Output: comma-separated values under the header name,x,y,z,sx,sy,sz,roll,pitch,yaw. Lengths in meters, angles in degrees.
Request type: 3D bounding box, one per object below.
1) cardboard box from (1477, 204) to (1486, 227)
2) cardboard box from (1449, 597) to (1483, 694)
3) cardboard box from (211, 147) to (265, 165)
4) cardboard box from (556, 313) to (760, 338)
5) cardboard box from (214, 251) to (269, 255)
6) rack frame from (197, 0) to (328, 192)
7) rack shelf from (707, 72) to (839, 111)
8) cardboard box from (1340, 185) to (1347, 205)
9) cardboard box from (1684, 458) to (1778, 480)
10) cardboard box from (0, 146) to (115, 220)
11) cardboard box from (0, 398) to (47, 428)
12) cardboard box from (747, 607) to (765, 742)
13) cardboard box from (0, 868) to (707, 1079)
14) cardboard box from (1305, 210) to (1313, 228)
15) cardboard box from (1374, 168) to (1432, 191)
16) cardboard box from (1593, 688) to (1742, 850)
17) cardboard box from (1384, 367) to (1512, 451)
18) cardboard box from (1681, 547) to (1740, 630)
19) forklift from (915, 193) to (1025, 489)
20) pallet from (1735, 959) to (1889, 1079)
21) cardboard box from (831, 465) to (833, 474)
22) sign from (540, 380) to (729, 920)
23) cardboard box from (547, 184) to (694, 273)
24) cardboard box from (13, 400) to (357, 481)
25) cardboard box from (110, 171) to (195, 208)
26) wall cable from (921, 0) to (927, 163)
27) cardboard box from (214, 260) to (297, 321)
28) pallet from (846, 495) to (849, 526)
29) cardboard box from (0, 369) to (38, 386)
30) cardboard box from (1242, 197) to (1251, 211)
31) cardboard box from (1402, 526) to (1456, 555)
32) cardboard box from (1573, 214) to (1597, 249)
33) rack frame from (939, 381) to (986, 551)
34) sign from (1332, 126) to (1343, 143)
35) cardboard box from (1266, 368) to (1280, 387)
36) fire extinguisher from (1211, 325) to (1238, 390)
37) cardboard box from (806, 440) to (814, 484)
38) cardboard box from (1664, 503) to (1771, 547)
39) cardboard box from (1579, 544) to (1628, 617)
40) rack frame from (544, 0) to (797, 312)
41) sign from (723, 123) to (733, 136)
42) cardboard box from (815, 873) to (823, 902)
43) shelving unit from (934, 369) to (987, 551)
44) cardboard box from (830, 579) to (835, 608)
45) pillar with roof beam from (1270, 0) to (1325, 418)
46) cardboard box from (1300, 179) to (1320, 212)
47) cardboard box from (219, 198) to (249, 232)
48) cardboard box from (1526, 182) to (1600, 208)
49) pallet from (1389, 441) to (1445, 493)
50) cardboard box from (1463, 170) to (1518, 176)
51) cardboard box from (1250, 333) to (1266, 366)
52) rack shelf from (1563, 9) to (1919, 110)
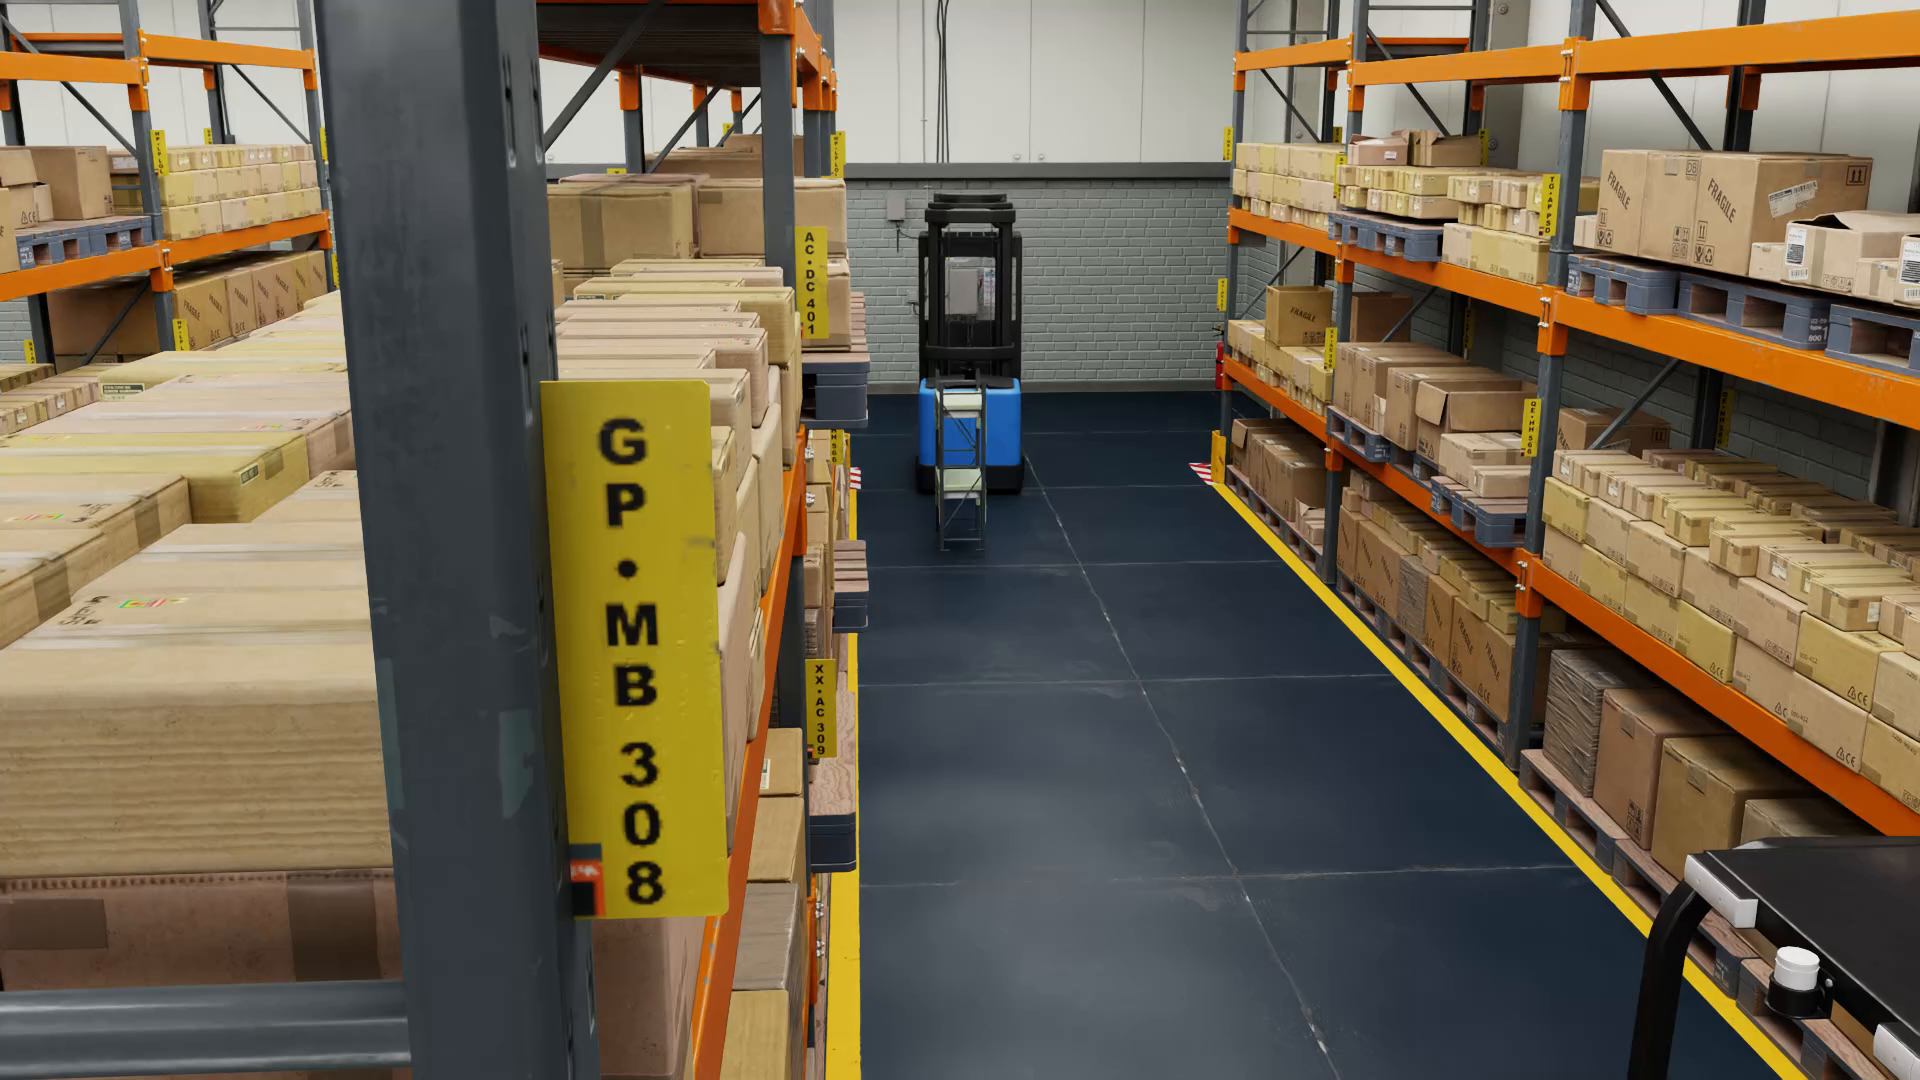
name,x,y,z,sx,sy,sz,roll,pitch,yaw
cardboard box,3.453,-2.025,10.360,0.380,0.149,0.250,-1,14,-3
cardboard box,3.466,0.667,10.587,0.500,0.500,0.500,-1,14,-4
cardboard box,-6.295,-3.342,14.474,0.380,0.149,0.250,-1,14,-2
cardboard box,-0.594,-0.361,3.294,0.380,0.149,0.250,-1,14,-3
cardboard box,-6.894,-2.485,15.860,0.500,0.500,0.500,-1,14,-4
rack frame,-6.657,-4.829,15.737,1.000,3.000,0.127,-1,14,-3
rack shelf,-1.599,-3.891,14.338,1.077,0.370,4.000,-1,14,-3
cardboard box,3.101,-2.611,12.594,0.380,0.149,0.250,-1,14,-3
cardboard box,4.077,-0.335,8.806,0.380,0.149,0.250,-1,14,-2
cardboard box,-6.495,-2.538,11.806,0.700,0.500,0.500,-1,14,-3
cardboard box,-6.091,-0.811,10.626,0.380,0.149,0.250,-1,14,-4
cardboard box,-0.512,0.214,2.660,0.380,0.149,0.250,-1,14,-3
cardboard box,-0.496,0.300,1.523,0.500,0.250,0.500,-1,14,-4
cardboard box,3.131,-2.713,14.036,0.380,0.149,0.250,-1,14,-4
cardboard box,3.163,-2.561,11.806,0.380,0.149,0.250,-1,14,-4
cardboard box,3.800,1.151,8.456,0.875,0.625,0.625,0,14,-2
cardboard box,3.367,-0.912,11.509,0.700,0.500,0.500,-1,14,-4
cardboard box,3.612,0.213,7.477,0.500,0.250,0.500,-1,14,-3
forklift,0.109,-2.239,17.846,1.130,2.935,3.031,0,14,0
pallet,3.890,2.049,6.638,1.003,0.211,1.213,-1,14,-3
cardboard box,-1.061,-0.588,10.589,0.500,0.250,0.500,-1,14,-4
sign,-0.190,0.069,0.963,0.100,0.325,0.005,-1,14,-3
cardboard box,-1.142,-1.009,5.363,0.500,0.250,0.500,-1,14,-2
cardboard box,-1.031,-0.096,2.263,0.380,0.149,0.250,-1,14,-3
cardboard box,-6.199,-2.675,12.680,0.500,0.250,0.500,0,14,-2
wall cable,-1.605,-6.352,21.655,2.355,3.000,0.029,-1,14,-3
cardboard box,-6.308,-2.235,14.891,0.500,0.500,0.500,0,14,-1
pallet,-1.522,-0.175,15.282,1.003,0.211,1.213,-1,14,-3
cardboard box,-6.820,-1.125,11.845,0.380,0.149,0.250,0,14,-2
cardboard box,3.019,-3.351,16.516,0.380,0.149,0.250,-1,14,-2
cardboard box,3.379,0.002,11.871,0.380,0.149,0.250,0,14,-1
cardboard box,3.446,-1.613,8.683,0.380,0.166,0.250,-1,14,-4
rack frame,0.023,-0.634,14.479,0.400,1.500,0.023,-1,14,-3
sign,3.787,-3.988,16.710,0.100,0.325,0.005,-1,14,-3
cardboard box,3.045,-1.509,15.376,0.380,0.149,0.250,-1,14,-2
fire extinguisher,2.761,-1.914,17.351,0.296,0.674,0.183,-1,14,-3
cardboard box,-0.844,-0.343,7.399,0.380,0.149,0.250,-2,15,-6
cardboard box,3.543,-0.071,7.781,0.380,0.149,0.250,-1,14,-2
cardboard box,3.537,0.198,8.536,0.500,0.250,0.500,-1,14,-5
rack frame,-0.979,-1.946,4.532,1.000,3.000,0.127,-1,14,-3
sign,-2.277,-3.933,16.359,0.100,0.325,0.005,-1,14,-3
cardboard box,-1.107,1.546,7.428,0.950,0.372,0.625,0,14,-2
shelving unit,0.000,-0.725,14.833,0.431,1.500,0.755,-1,14,-3
cardboard box,-0.784,0.219,7.818,0.380,0.149,0.250,-1,14,-2
pillar with roof beam,-0.333,-5.626,18.835,9.100,9.000,0.400,-1,14,-3
cardboard box,3.157,-2.878,13.875,0.500,0.250,0.500,-1,14,-5
cardboard box,-6.227,-2.683,13.714,0.500,0.250,0.500,0,14,-1
cardboard box,3.500,-1.979,9.581,0.380,0.149,0.250,-1,14,-5
pallet,3.602,-0.504,11.351,1.003,0.211,1.213,-1,14,-3
cardboard box,3.643,-2.440,11.334,0.380,0.149,0.250,-1,14,-3
cardboard box,3.057,-1.806,15.730,0.500,0.250,0.500,-1,14,-4
rack shelf,3.851,-1.979,6.906,1.077,0.370,4.000,-1,14,-3
